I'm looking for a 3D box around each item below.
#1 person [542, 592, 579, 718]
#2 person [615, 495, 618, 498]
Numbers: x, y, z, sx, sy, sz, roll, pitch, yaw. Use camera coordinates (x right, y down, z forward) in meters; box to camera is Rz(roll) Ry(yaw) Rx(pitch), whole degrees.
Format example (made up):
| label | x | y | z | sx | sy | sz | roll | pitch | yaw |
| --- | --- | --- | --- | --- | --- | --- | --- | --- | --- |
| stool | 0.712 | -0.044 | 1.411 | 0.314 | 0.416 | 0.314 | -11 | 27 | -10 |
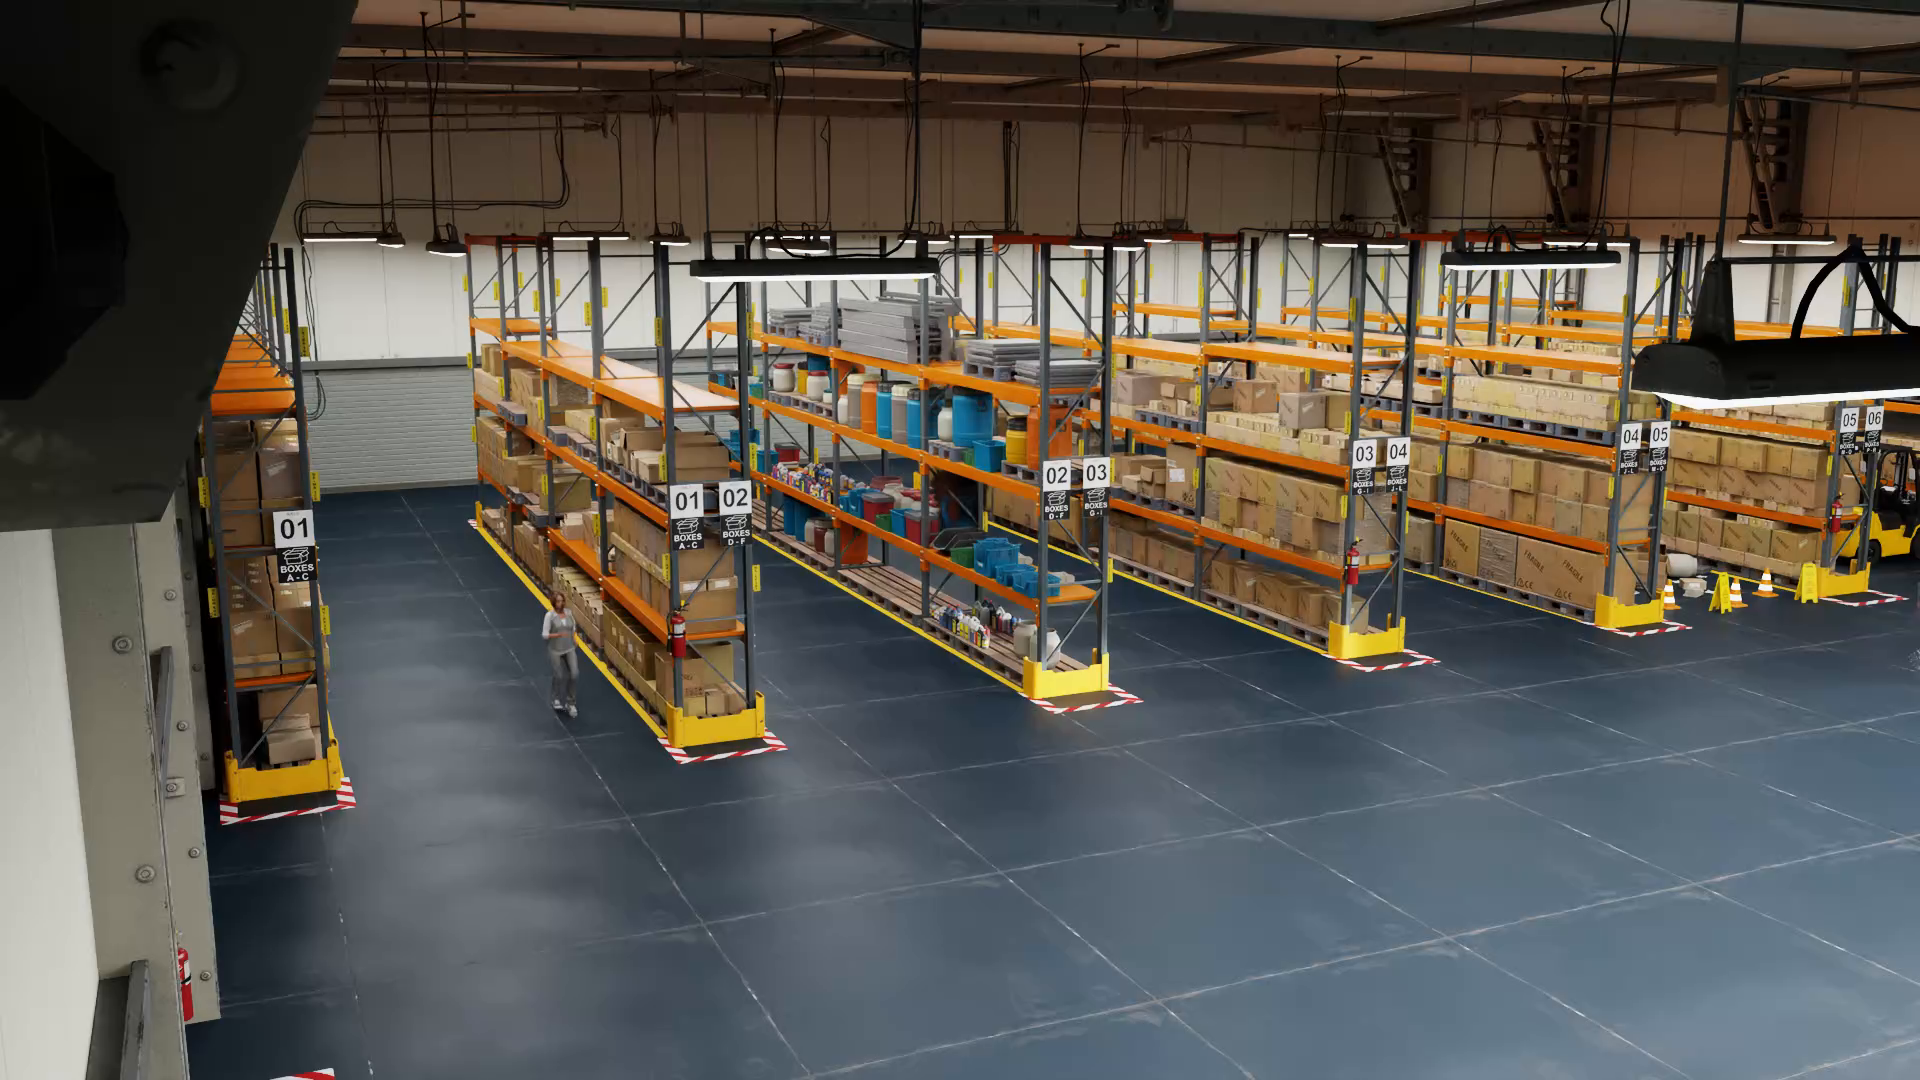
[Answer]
| label | x | y | z | sx | sy | sz | roll | pitch | yaw |
| --- | --- | --- | --- | --- | --- | --- | --- | --- | --- |
| person | -5.105 | 1.471 | 21.347 | 0.514 | 1.639 | 0.666 | -7 | 13 | -31 |
| person | -6.549 | -0.824 | 32.792 | 0.746 | 1.724 | 0.593 | -5 | 12 | -26 |
